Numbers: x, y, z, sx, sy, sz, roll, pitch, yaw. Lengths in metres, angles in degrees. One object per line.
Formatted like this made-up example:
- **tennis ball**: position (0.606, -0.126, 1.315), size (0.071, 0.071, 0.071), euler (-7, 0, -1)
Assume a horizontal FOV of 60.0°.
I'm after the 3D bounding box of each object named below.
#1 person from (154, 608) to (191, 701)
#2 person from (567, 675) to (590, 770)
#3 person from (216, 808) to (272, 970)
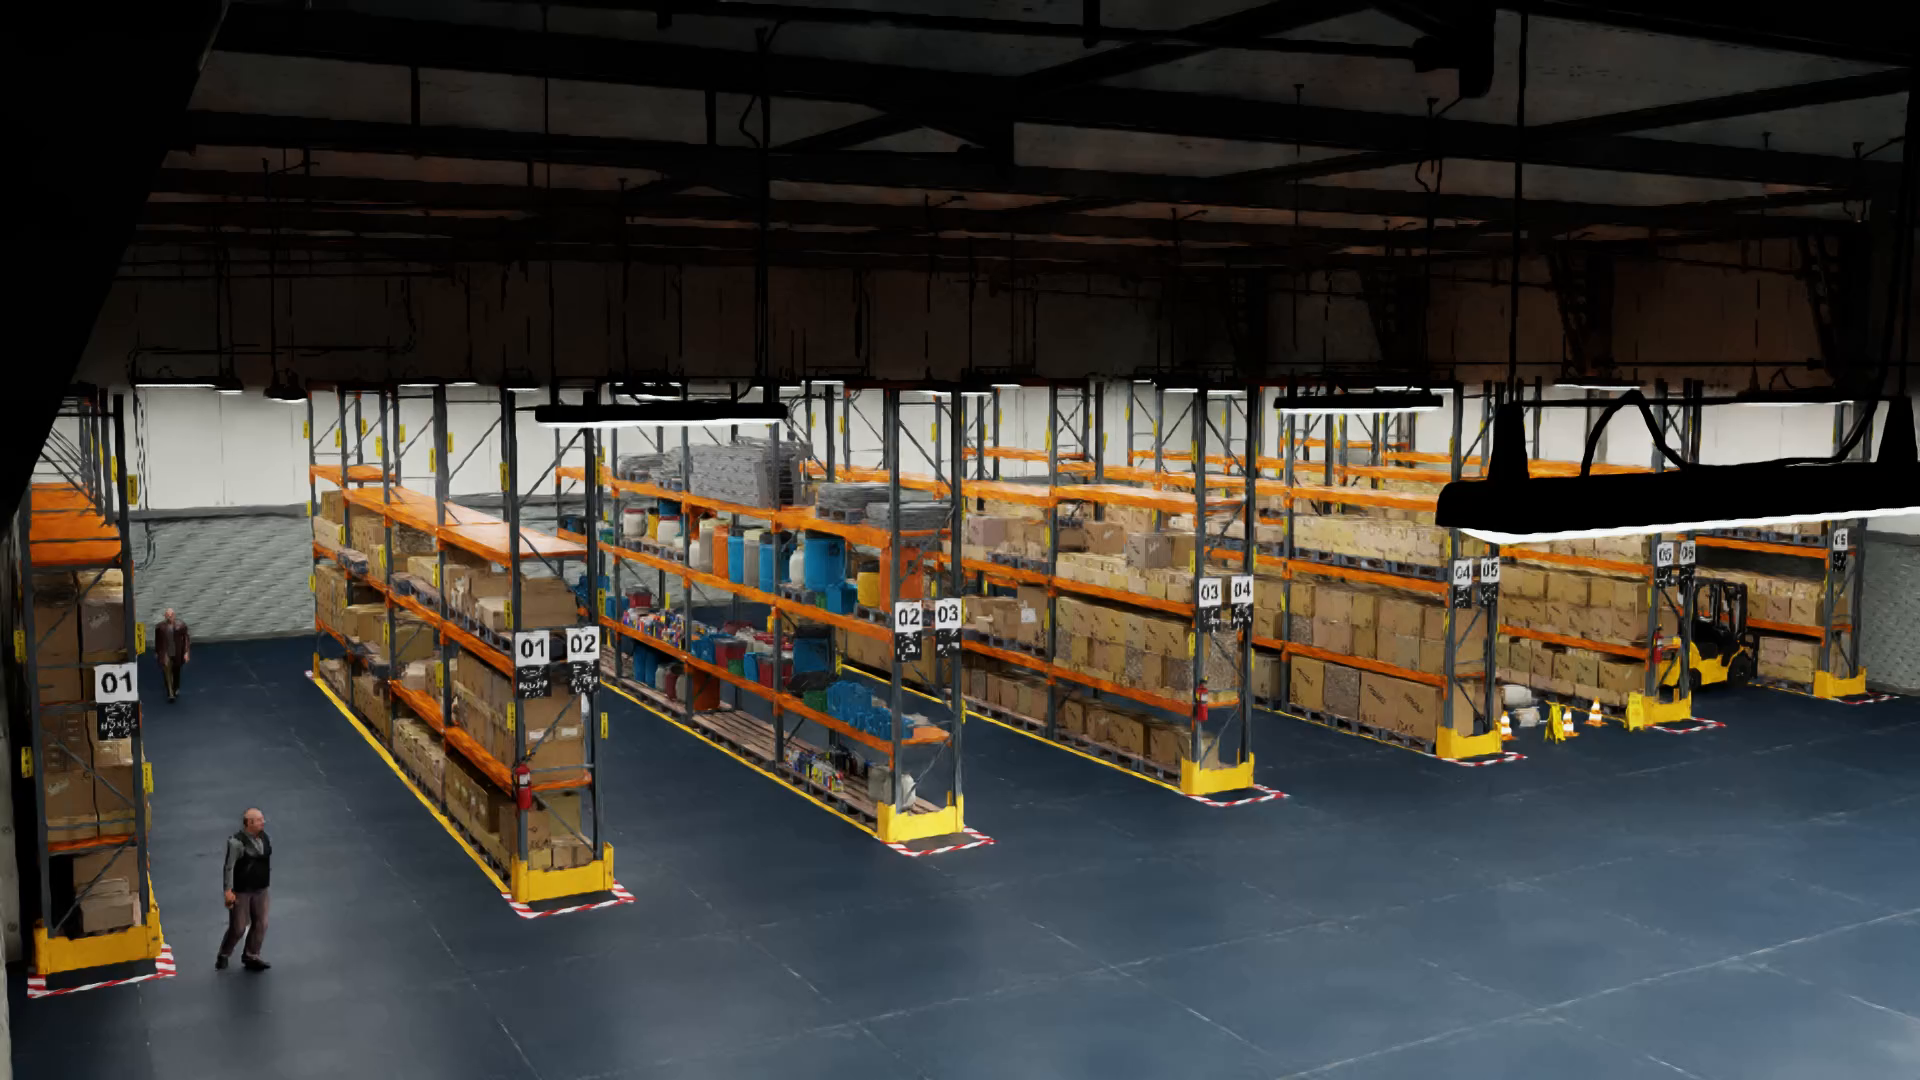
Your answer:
- **person**: position (-14.872, 2.131, 31.416), size (0.600, 1.725, 1.111), euler (-4, 7, -30)
- **person**: position (-6.005, 2.694, 25.825), size (0.494, 1.775, 0.578), euler (0, 6, 1)
- **person**: position (-7.488, 3.640, 17.376), size (0.533, 1.710, 0.575), euler (3, 7, 24)
